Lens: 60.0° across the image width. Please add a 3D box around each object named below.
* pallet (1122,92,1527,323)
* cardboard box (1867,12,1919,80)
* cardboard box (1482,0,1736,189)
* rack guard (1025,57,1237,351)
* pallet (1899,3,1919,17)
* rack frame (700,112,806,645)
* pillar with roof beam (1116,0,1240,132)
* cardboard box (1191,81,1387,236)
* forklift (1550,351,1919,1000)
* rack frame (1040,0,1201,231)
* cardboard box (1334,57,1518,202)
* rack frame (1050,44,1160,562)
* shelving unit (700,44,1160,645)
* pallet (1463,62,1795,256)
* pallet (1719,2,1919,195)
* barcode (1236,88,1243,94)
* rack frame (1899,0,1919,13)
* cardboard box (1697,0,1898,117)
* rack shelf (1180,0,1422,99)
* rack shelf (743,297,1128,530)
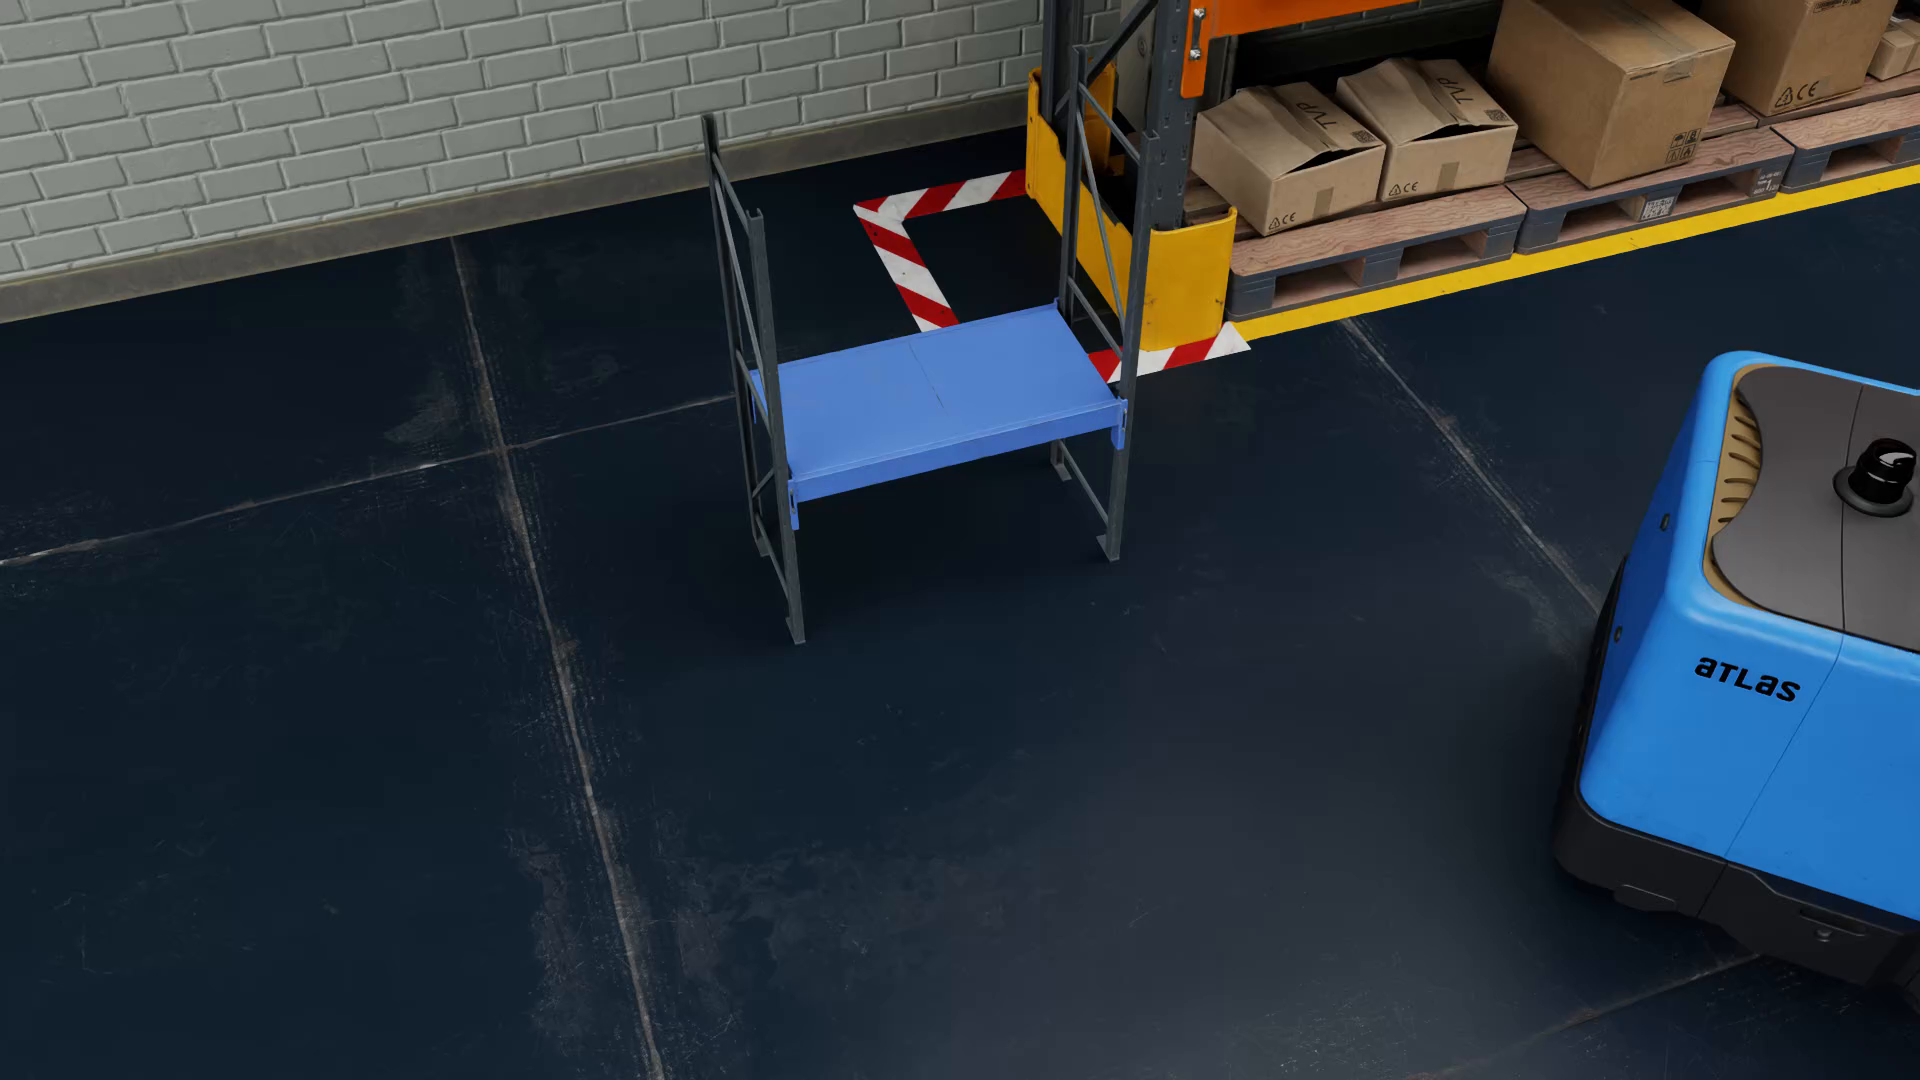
[{"bbox_3d":[1.379,-1.335,6.432,1.213,0.211,1.003,-14,47,-14],"label":"pallet"},{"bbox_3d":[3.800,-2.098,6.913,0.250,0.166,0.380,-20,49,-19],"label":"cardboard box"},{"bbox_3d":[2.456,-1.789,6.370,0.500,0.500,0.700,-17,48,-16],"label":"cardboard box"},{"bbox_3d":[0.602,-1.265,6.158,0.348,0.500,1.175,-14,47,-14],"label":"rack guard"},{"bbox_3d":[5.025,-2.295,7.389,1.213,0.211,1.003,-14,47,-14],"label":"pallet"},{"bbox_3d":[-0.558,-0.387,4.576,0.032,1.500,0.500,-14,47,-14],"label":"rack frame"},{"bbox_3d":[2.357,-2.124,1.014,0.400,9.000,9.100,-14,47,-14],"label":"pillar with roof beam"},{"bbox_3d":[1.212,-1.442,6.157,0.500,0.311,0.500,-19,48,-18],"label":"cardboard box"},{"bbox_3d":[3.109,-0.050,3.230,3.031,2.935,1.130,17,48,16],"label":"forklift"},{"bbox_3d":[0.531,-2.130,5.255,0.127,3.000,1.000,-14,47,-14],"label":"rack frame"},{"bbox_3d":[1.749,-1.579,6.294,0.500,0.311,0.500,-11,46,-11],"label":"cardboard box"},{"bbox_3d":[0.398,-0.631,4.820,0.032,1.500,0.500,-14,47,-14],"label":"rack frame"},{"bbox_3d":[-0.080,-0.509,4.698,1.048,1.500,0.538,-14,47,-14],"label":"shelving unit"},{"bbox_3d":[2.524,-1.626,6.722,1.213,0.211,1.003,-14,47,-14],"label":"pallet"},{"bbox_3d":[3.674,-1.922,7.017,1.213,0.211,1.003,-14,47,-14],"label":"pallet"},{"bbox_3d":[1.094,-1.716,6.424,0.075,0.075,0.001,-14,47,-14],"label":"barcode"},{"bbox_3d":[4.293,-3.092,6.213,0.127,3.000,1.000,-14,47,-14],"label":"rack frame"},{"bbox_3d":[3.331,-2.088,6.668,0.500,0.500,0.500,-18,48,-17],"label":"cardboard box"},{"bbox_3d":[2.412,-2.357,5.989,4.000,0.370,1.077,-14,47,-14],"label":"rack shelf"},{"bbox_3d":[-0.080,-0.382,4.826,1.000,0.185,0.538,-14,47,-14],"label":"rack shelf"}]
